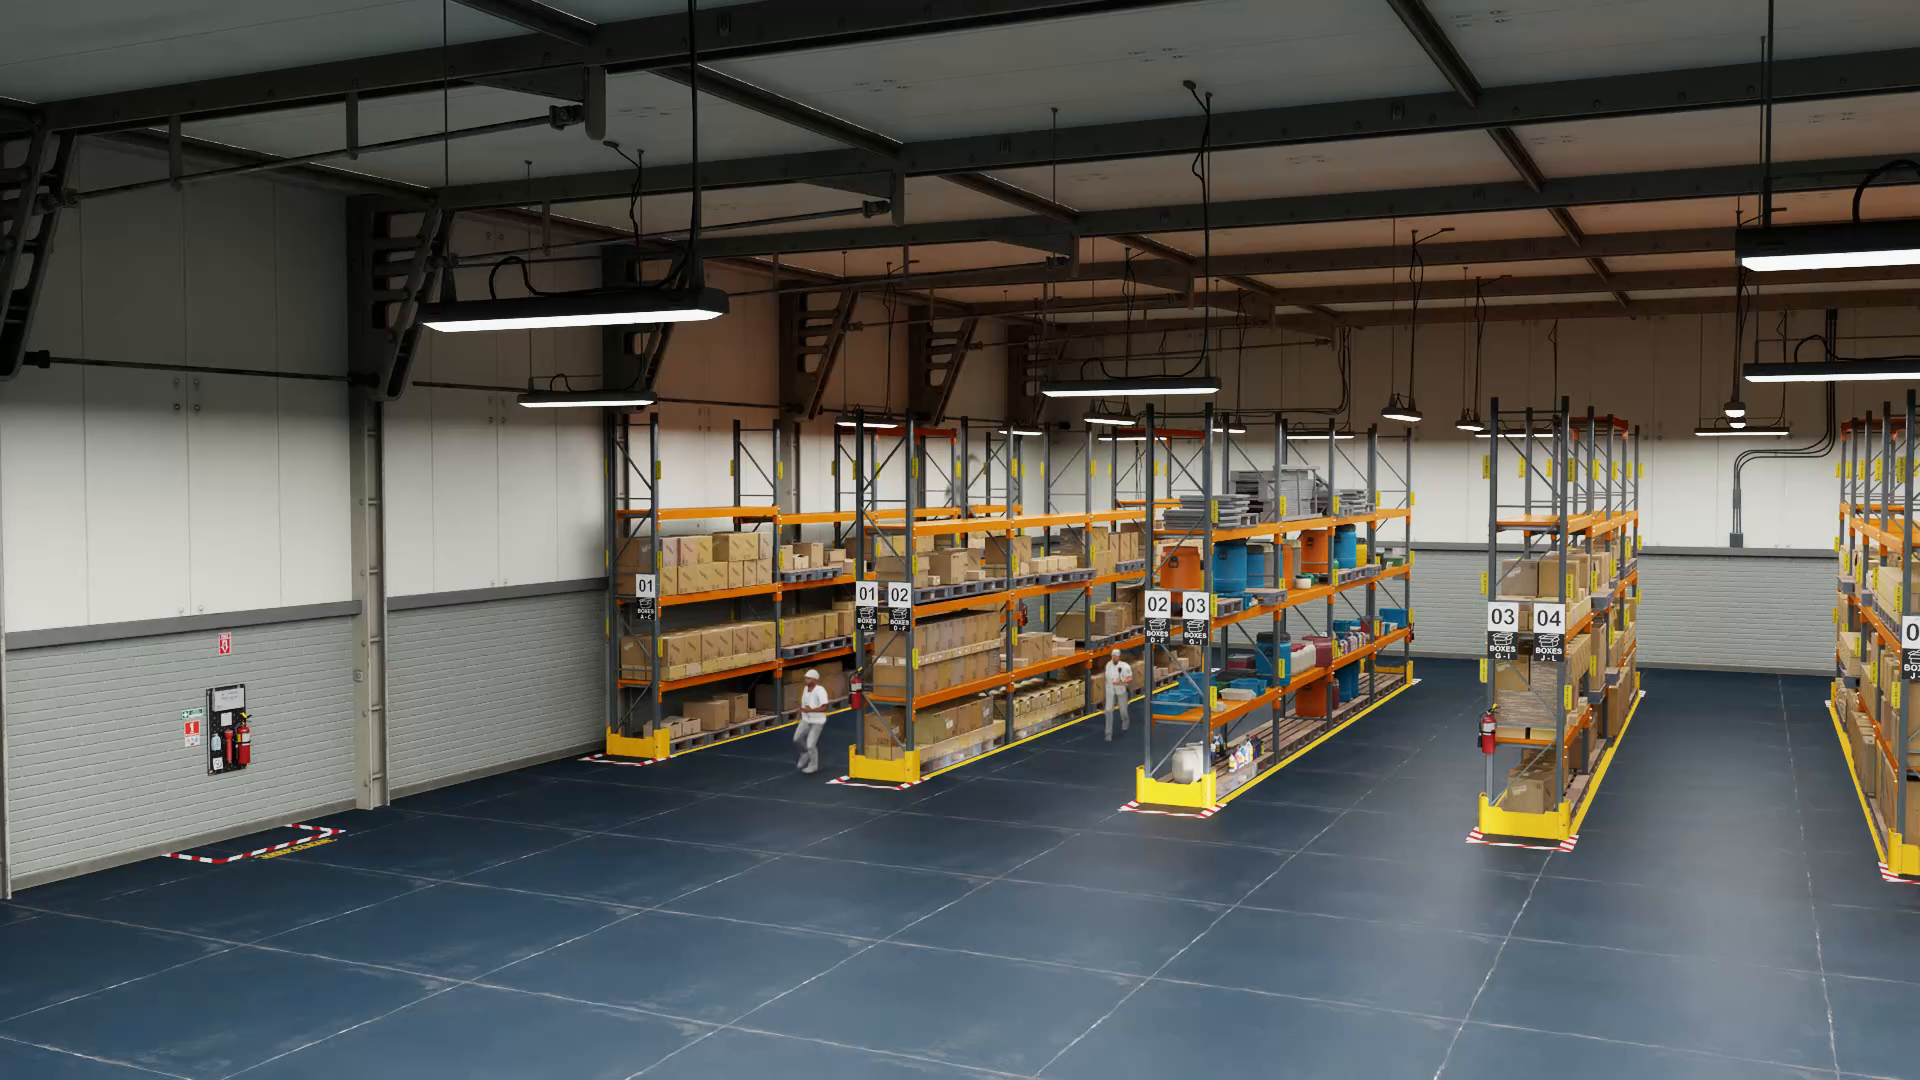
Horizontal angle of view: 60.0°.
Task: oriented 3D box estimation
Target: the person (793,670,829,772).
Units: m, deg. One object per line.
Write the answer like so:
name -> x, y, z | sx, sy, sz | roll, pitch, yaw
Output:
person -> -2.464, 2.993, 27.451 | 0.790, 1.721, 0.644 | 1, 3, 31

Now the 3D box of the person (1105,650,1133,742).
person -> 2.963, 2.889, 31.039 | 0.561, 1.711, 1.029 | 1, 3, 17
